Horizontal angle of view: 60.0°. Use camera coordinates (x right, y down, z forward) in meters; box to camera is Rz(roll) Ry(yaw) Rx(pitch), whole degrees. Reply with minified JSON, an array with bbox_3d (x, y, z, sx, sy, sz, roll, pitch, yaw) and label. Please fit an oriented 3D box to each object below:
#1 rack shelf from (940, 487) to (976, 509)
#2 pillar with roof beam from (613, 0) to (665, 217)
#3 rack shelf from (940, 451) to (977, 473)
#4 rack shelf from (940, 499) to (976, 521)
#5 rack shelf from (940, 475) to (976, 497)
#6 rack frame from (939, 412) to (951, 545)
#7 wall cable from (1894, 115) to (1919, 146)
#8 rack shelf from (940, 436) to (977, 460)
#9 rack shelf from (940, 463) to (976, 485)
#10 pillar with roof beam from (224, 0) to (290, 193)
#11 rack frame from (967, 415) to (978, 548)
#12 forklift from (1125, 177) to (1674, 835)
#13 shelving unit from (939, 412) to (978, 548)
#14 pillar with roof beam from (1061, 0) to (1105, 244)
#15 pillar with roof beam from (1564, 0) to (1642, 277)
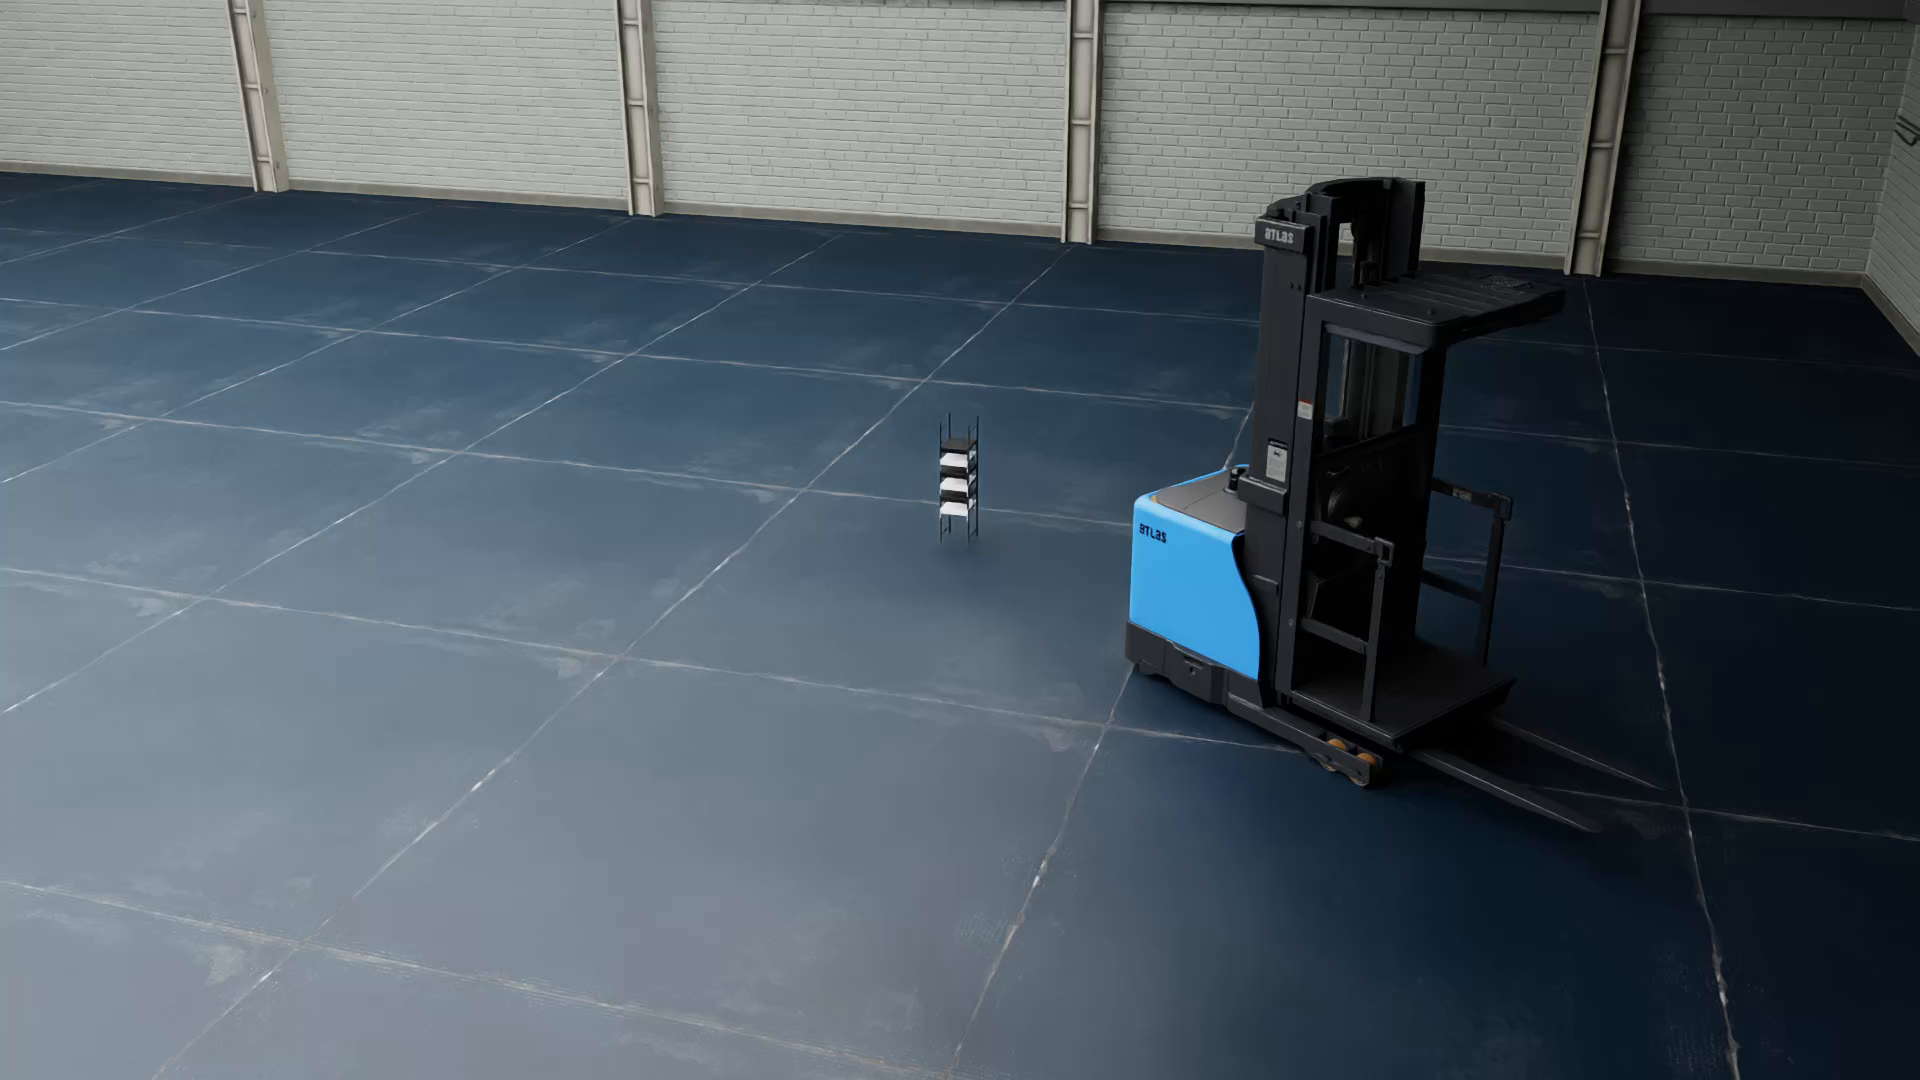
[{"bbox_3d":[-0.008,-0.303,11.648,0.200,0.077,0.258,7,23,16],"label":"rack shelf"},{"bbox_3d":[-5.488,-7.028,17.046,0.400,9.000,9.100,7,23,16],"label":"pillar with roof beam"},{"bbox_3d":[-0.008,-0.553,11.546,0.200,0.077,0.258,7,23,16],"label":"rack shelf"},{"bbox_3d":[-0.008,-0.220,11.682,0.200,0.077,0.258,7,23,16],"label":"rack shelf"},{"bbox_3d":[-0.008,-0.386,11.614,0.200,0.077,0.258,7,23,16],"label":"rack shelf"},{"bbox_3d":[-0.105,-0.428,11.629,0.006,0.900,0.240,7,23,16],"label":"rack frame"},{"bbox_3d":[9.683,-5.037,16.283,0.112,2.526,3.097,7,23,16],"label":"wall cable"},{"bbox_3d":[-0.008,-0.636,11.512,0.200,0.077,0.258,7,23,16],"label":"rack shelf"},{"bbox_3d":[-0.008,-0.470,11.580,0.200,0.077,0.258,7,23,16],"label":"rack shelf"},{"bbox_3d":[-11.232,-7.686,18.650,0.400,9.000,9.100,7,23,16],"label":"pillar with roof beam"},{"bbox_3d":[0.090,-0.406,11.574,0.006,0.900,0.240,7,23,16],"label":"rack frame"},{"bbox_3d":[2.307,-0.292,8.620,1.130,2.935,3.031,-17,28,-36],"label":"forklift"},{"bbox_3d":[-0.008,-0.417,11.601,0.210,0.900,0.258,7,23,16],"label":"shelving unit"},{"bbox_3d":[0.257,-6.370,15.443,0.400,9.000,9.100,7,23,16],"label":"pillar with roof beam"},{"bbox_3d":[6.001,-5.713,13.839,0.400,9.000,9.100,7,23,16],"label":"pillar with roof beam"}]
